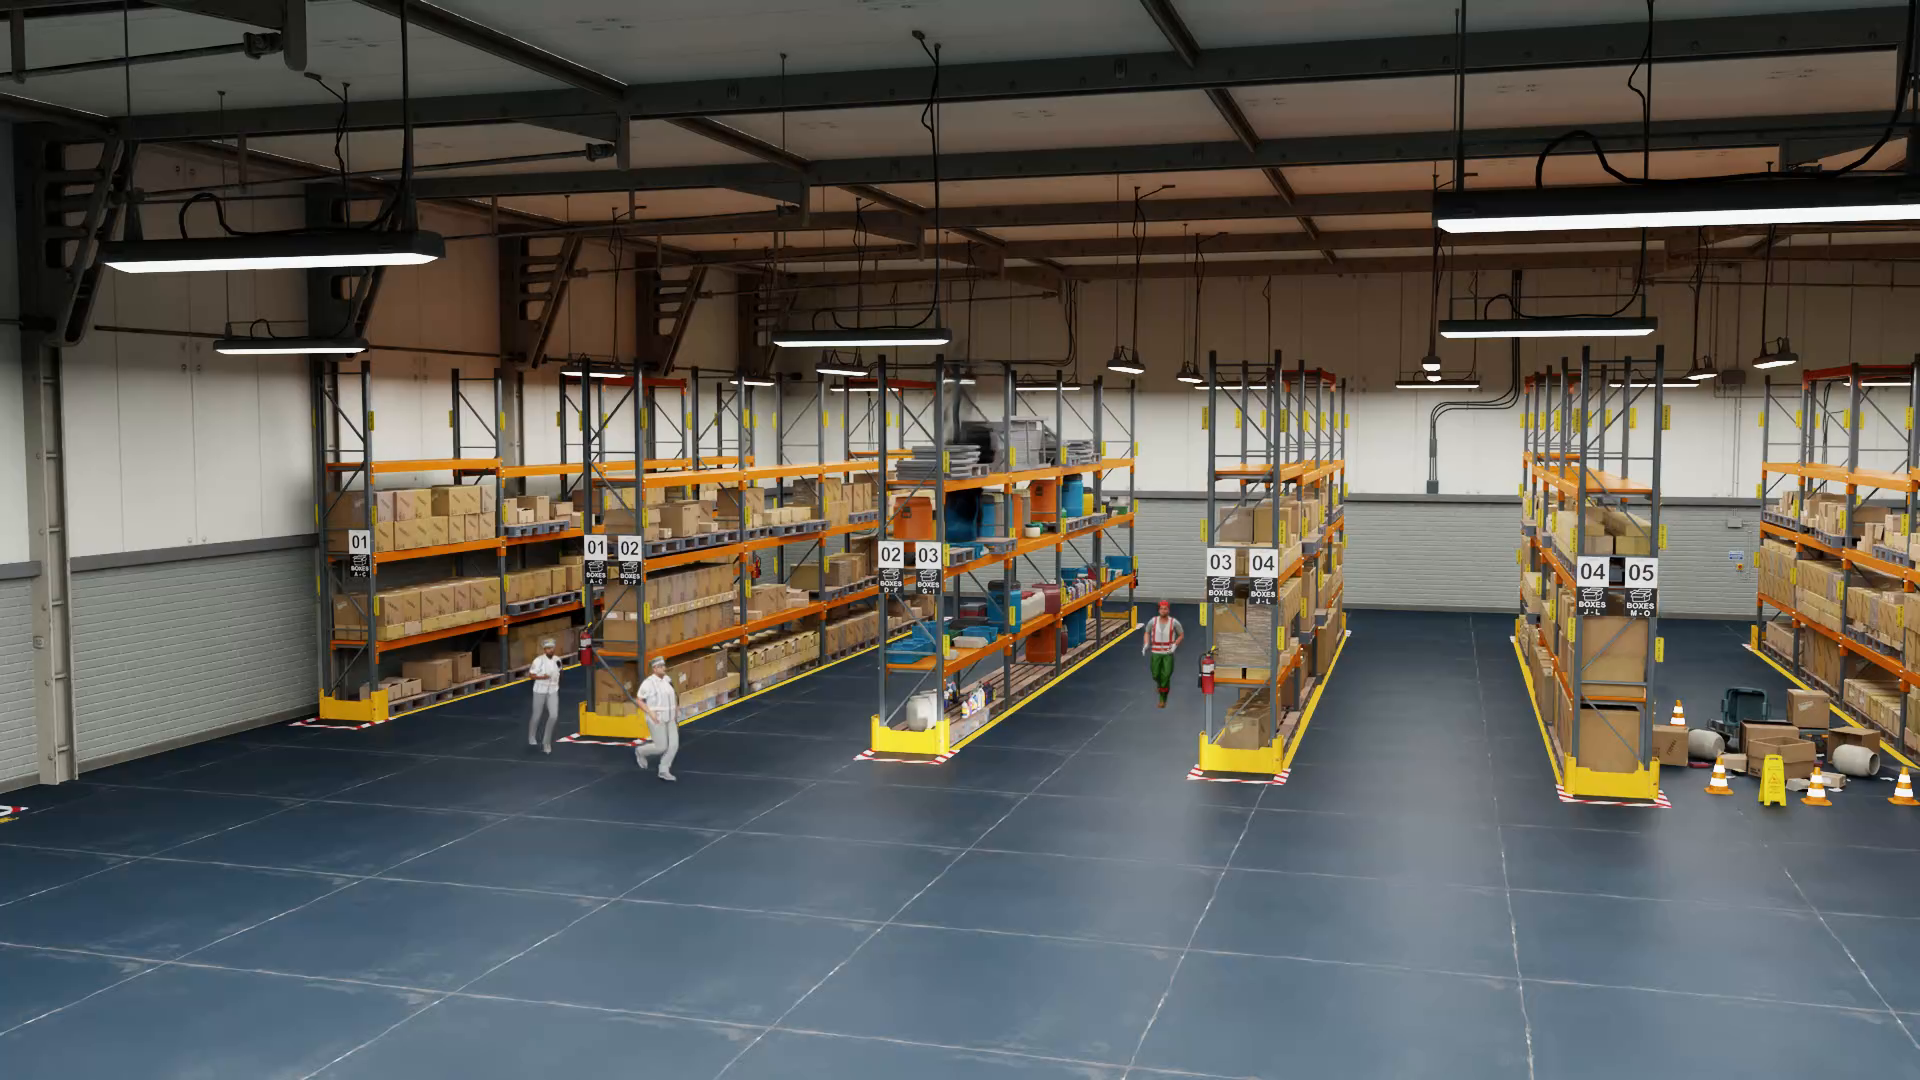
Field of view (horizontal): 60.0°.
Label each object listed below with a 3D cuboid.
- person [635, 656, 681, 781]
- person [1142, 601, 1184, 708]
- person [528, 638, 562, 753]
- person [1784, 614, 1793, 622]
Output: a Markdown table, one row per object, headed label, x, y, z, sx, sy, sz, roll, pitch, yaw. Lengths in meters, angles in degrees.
| label | x | y | z | sx | sy | sz | roll | pitch | yaw |
| --- | --- | --- | --- | --- | --- | --- | --- | --- | --- |
| person | -4.232 | 2.479 | 23.291 | 0.644 | 1.748 | 0.669 | 3 | 5 | 35 |
| person | 3.379 | 1.884 | 27.588 | 0.671 | 1.765 | 0.596 | 1 | 4 | 15 |
| person | -6.295 | 2.364 | 25.346 | 0.579 | 1.759 | 0.732 | -2 | 5 | -30 |
| person | 18.849 | 1.486 | 37.461 | 0.702 | 1.685 | 0.558 | -3 | 5 | -32 |
